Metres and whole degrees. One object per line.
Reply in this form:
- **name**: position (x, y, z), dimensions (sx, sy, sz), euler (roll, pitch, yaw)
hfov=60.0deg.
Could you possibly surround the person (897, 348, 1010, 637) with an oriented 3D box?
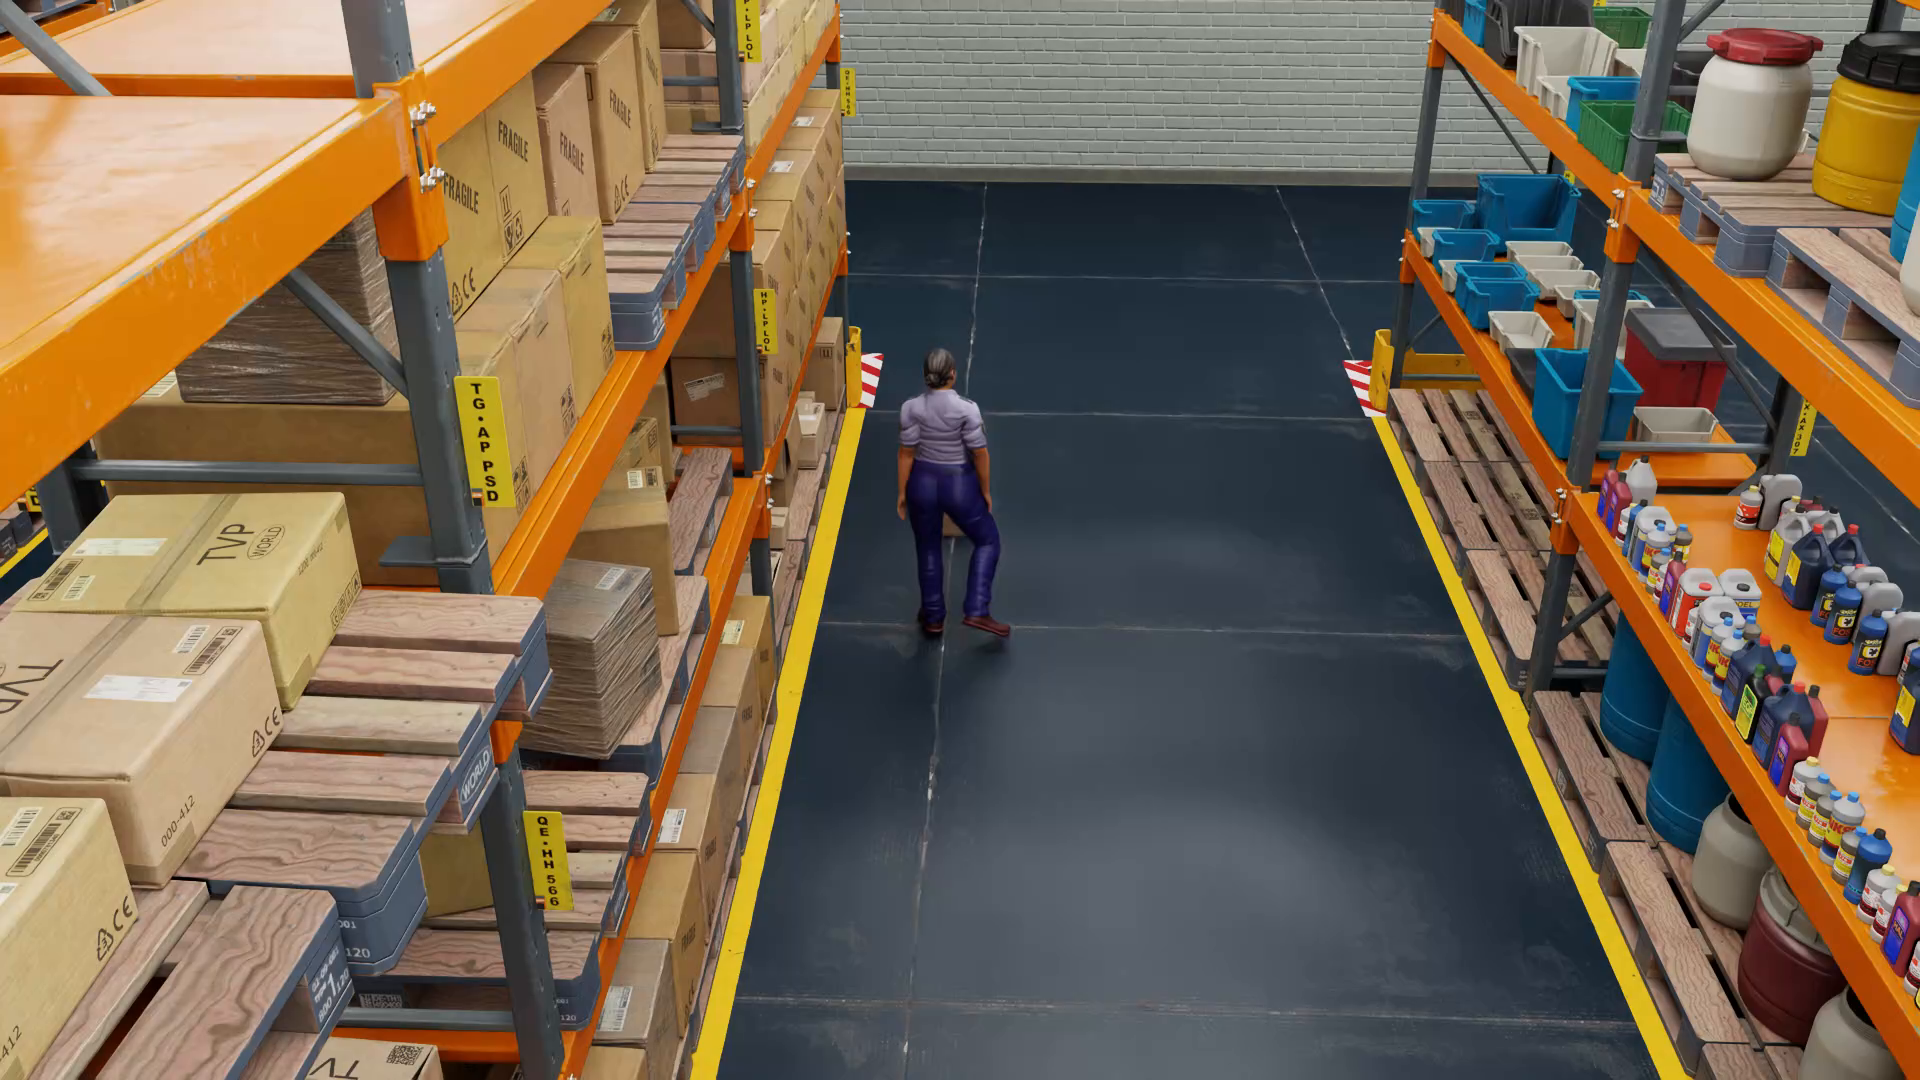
- **person**: position (-0.025, -0.229, 9.045), dimensions (0.650, 1.641, 0.504), euler (5, 28, 8)
